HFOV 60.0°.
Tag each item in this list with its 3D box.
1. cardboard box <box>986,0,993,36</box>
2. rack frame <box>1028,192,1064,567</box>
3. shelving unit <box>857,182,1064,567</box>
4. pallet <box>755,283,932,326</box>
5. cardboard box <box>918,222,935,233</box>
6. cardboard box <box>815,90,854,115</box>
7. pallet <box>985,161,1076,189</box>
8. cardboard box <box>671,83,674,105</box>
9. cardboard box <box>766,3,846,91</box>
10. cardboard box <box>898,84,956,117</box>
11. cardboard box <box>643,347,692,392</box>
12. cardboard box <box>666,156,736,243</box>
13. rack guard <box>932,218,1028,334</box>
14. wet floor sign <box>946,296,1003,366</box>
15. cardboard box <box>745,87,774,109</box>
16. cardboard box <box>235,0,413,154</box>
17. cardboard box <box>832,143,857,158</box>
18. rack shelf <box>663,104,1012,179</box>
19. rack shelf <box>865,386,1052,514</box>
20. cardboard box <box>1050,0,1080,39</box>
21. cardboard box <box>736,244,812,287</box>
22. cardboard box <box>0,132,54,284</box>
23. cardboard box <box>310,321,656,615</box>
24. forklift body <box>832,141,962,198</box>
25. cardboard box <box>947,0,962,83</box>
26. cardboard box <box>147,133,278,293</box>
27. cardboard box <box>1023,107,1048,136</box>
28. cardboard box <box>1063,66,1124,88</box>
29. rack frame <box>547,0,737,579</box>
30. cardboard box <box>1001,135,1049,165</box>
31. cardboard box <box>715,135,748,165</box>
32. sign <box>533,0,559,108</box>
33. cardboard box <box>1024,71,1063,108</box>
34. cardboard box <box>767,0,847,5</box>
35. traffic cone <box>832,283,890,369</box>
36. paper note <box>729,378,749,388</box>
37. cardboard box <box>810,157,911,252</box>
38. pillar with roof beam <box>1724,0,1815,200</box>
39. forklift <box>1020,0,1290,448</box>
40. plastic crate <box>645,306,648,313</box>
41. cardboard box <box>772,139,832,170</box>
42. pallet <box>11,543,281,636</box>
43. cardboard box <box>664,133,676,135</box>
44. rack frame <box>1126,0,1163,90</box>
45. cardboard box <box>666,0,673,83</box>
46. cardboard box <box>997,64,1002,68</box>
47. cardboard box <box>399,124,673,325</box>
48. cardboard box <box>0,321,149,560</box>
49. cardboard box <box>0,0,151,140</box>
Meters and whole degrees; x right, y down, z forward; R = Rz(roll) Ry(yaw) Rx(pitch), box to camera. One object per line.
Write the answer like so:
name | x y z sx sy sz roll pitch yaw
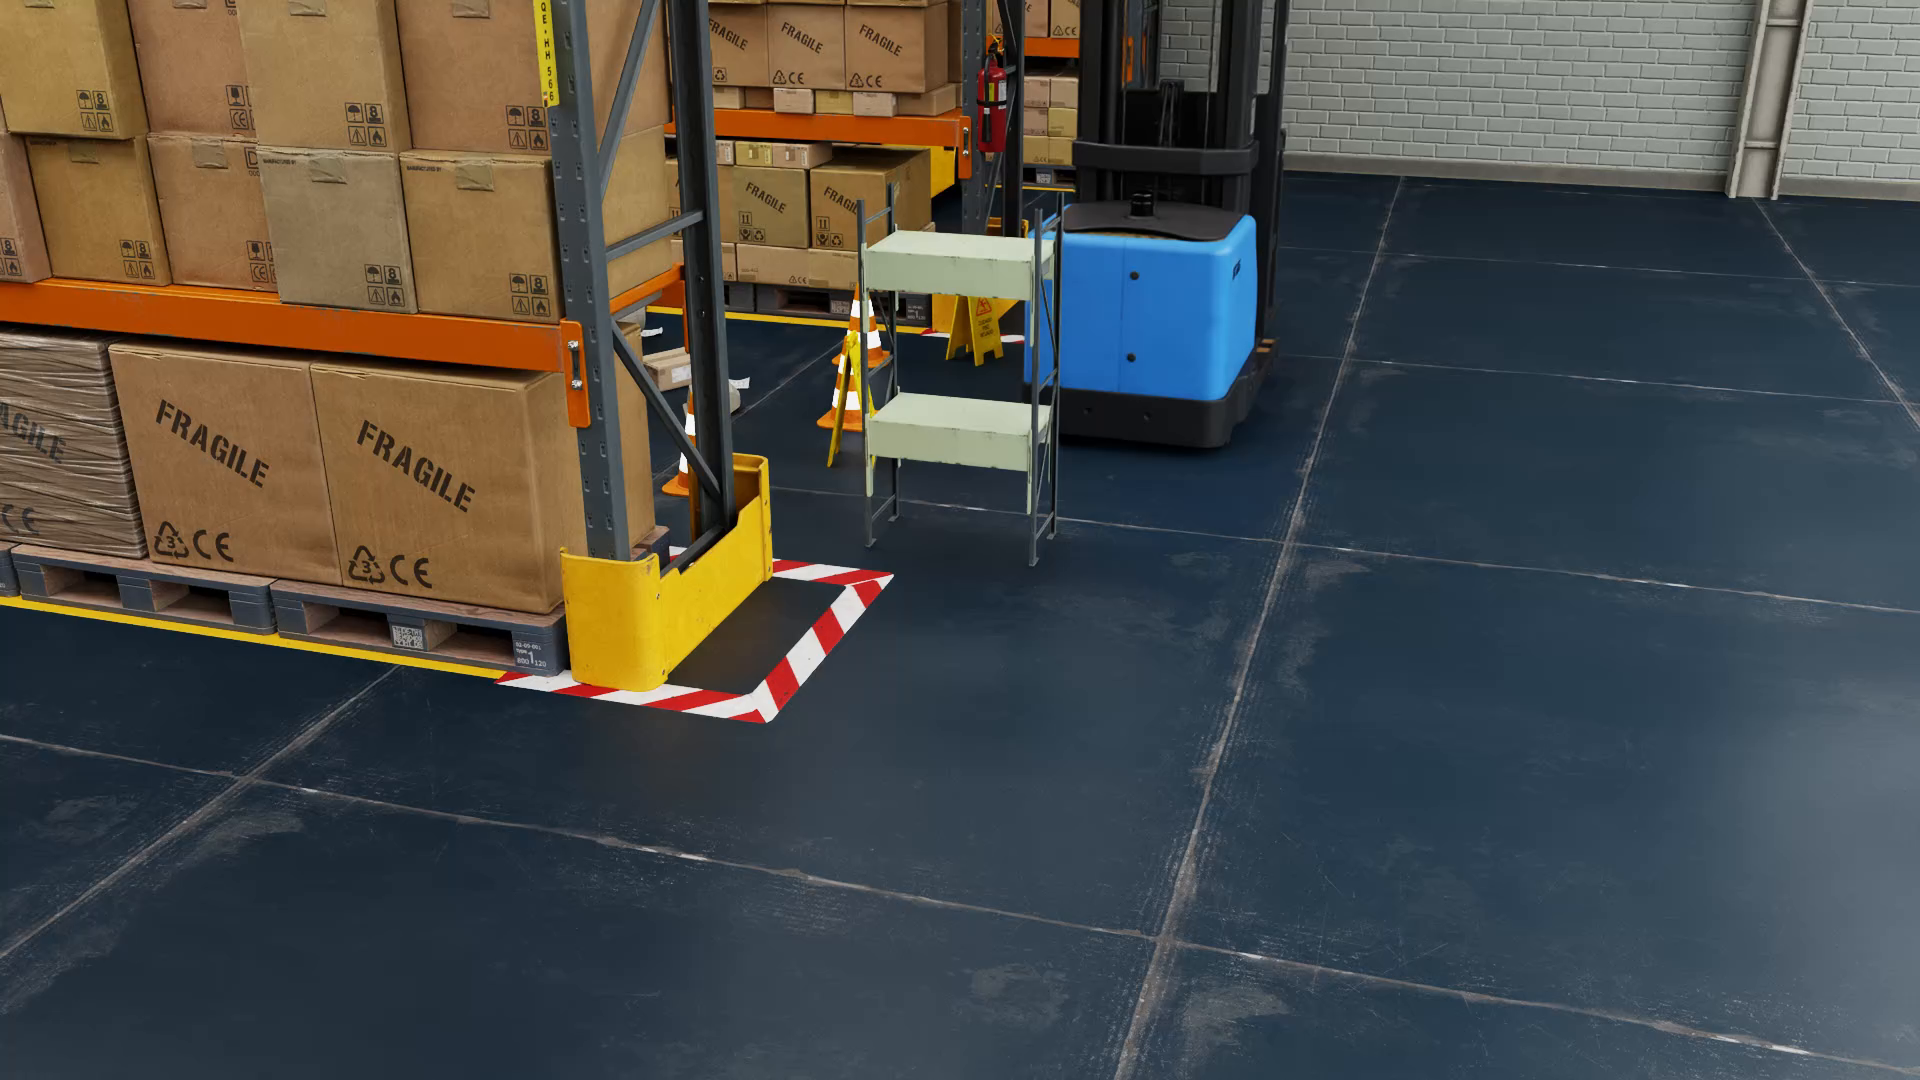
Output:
cardboard box | 0.113 -4.806 14.902 0.500 0.500 0.500 6 23 14
rack frame | 0.357 -0.653 6.886 0.023 1.500 0.400 7 23 16
shelving unit | 0.006 -0.693 6.984 0.755 1.500 0.431 7 23 16
pallet | -0.626 -1.701 11.139 1.213 0.211 1.003 7 23 16
cardboard box | -0.478 -1.992 11.244 0.500 0.250 0.500 6 23 15
cardboard box | -0.719 -2.752 10.357 0.250 0.149 0.380 6 23 15
pallet | 0.901 -3.464 15.435 1.213 0.211 1.003 7 23 16
cardboard box | -1.663 -2.903 10.725 0.250 0.149 0.380 7 23 16
cardboard box | -0.863 -3.081 10.305 0.500 0.500 0.500 7 23 16
cardboard box | -0.205 -2.728 10.300 0.250 0.149 0.380 7 23 17
cardboard box | -1.623 -0.972 9.443 0.380 0.149 0.250 -20 29 -39
cardboard box | -1.610 -2.257 10.902 0.500 0.500 0.500 6 23 14
rack guard | 0.142 -1.733 10.836 0.348 0.500 1.175 7 23 16
wet floor sign | 0.087 -1.382 9.790 0.232 0.644 0.267 16 27 34
cardboard box | -1.179 -2.848 10.591 0.250 0.149 0.380 7 23 16
cardboard box | -2.016 -1.722 5.895 0.550 0.550 0.875 7 23 16
cardboard box | -1.003 -2.397 11.243 0.500 0.500 0.500 6 23 14
rack shelf | -1.700 -2.768 11.012 4.000 0.370 1.077 7 23 16
rack shelf | 0.006 -0.392 7.107 0.720 0.370 0.431 7 23 16
cardboard box | 1.098 -4.690 14.619 0.500 0.500 0.500 6 23 14
cardboard box | -1.131 -1.854 10.907 0.500 0.250 0.500 7 23 16
cardboard box | -3.575 -1.389 6.507 0.550 0.550 0.875 7 23 16
cardboard box | -1.787 -0.333 6.376 0.875 0.875 0.875 7 23 16
forklift body | -0.698 -3.837 13.791 1.214 2.155 2.313 7 23 16
cardboard box | -0.159 -3.218 10.638 0.500 0.500 0.500 6 23 15
cardboard box | -2.520 -1.325 6.349 0.550 0.550 0.875 7 23 16
cardboard box | 0.611 -3.837 15.083 0.500 0.250 0.500 6 23 15
cardboard box | 1.239 -4.191 15.287 0.500 0.250 0.500 6 23 15
rack frame | -1.119 -1.072 5.930 0.127 3.000 1.000 7 23 16
cardboard box | 0.630 -3.602 15.168 0.500 0.250 0.500 7 23 15
cardboard box | -1.490 -2.518 10.682 0.250 0.149 0.380 8 23 18
sign | -1.289 -1.521 5.188 0.005 0.325 0.100 7 23 16
cardboard box | 0.623 -4.061 14.969 0.500 0.250 0.500 7 23 16
cardboard box | -0.820 -3.563 10.161 0.500 0.500 0.700 7 23 16
traffic cone | -0.570 -1.286 9.795 0.334 0.463 0.336 7 23 16
paper note | -1.265 -0.888 9.394 0.142 0.019 0.148 -1 22 -3
cardboard box | -0.628 -2.143 10.624 0.500 0.500 0.500 7 23 16
pillar with roof beam | 5.739 -5.643 9.168 0.400 9.000 9.100 7 23 16
forklift | 1.243 -2.339 9.109 1.130 2.935 3.031 7 23 16
plastic crate | -2.349 -1.499 10.819 0.583 0.080 0.402 -1 22 -3
cardboard box | -0.999 -2.459 10.540 0.250 0.149 0.380 7 23 17
pallet | -3.071 0.025 6.931 1.213 0.211 1.003 7 23 15
cardboard box | -2.687 -4.272 16.308 0.625 0.625 0.875 8 24 18
rack frame | 1.645 -4.685 14.739 0.127 3.000 1.000 7 23 16
cardboard box | -1.820 -3.200 10.594 0.500 0.500 0.500 7 23 16
cardboard box | 0.284 -4.303 15.561 0.500 0.250 0.500 6 23 15
cardboard box | -1.487 -1.165 5.961 0.550 0.550 0.875 7 23 16
cardboard box | -3.502 -0.530 6.855 0.875 0.875 0.875 7 23 16
cardboard box | -3.058 -1.844 6.192 0.500 0.550 0.875 7 23 16
